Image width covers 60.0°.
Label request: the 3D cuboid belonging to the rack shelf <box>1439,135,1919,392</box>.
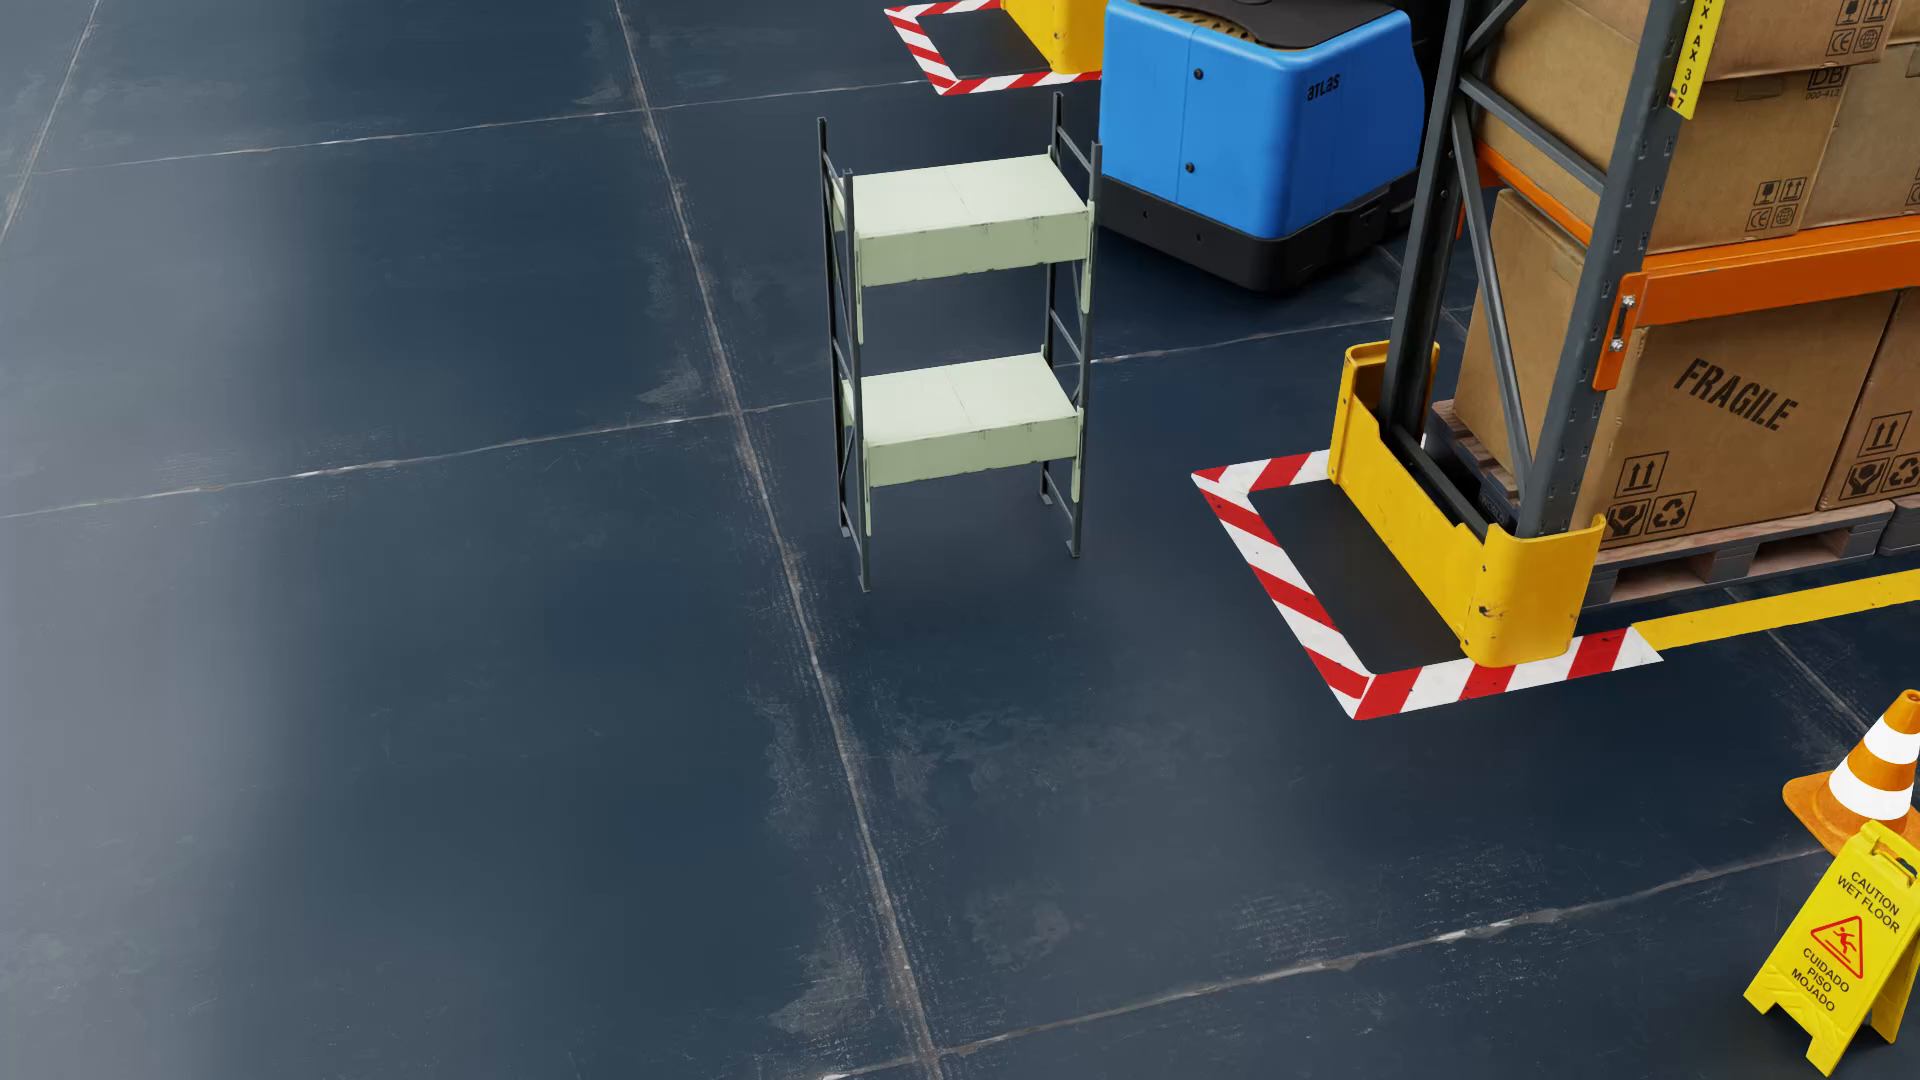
[{"bbox_3d":[3.597,-1.185,5.422,4.000,0.370,1.077,-9,38,-12],"label":"rack shelf"}]

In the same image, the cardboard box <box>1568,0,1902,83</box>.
[{"bbox_3d":[2.034,-1.678,4.463,0.550,0.550,0.875,-9,38,-12],"label":"cardboard box"}]

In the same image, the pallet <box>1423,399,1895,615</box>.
[{"bbox_3d":[2.418,-0.218,5.862,1.213,0.211,1.003,-9,38,-12],"label":"pallet"}]

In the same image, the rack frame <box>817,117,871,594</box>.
[{"bbox_3d":[-0.360,-0.537,5.217,0.023,1.500,0.400,-9,38,-12],"label":"rack frame"}]

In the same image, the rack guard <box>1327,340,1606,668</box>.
[{"bbox_3d":[1.643,-0.157,5.544,0.348,0.500,1.175,-9,38,-12],"label":"rack guard"}]

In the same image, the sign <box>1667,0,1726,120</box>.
[{"bbox_3d":[1.805,-1.202,4.075,0.005,0.325,0.100,-9,38,-12],"label":"sign"}]

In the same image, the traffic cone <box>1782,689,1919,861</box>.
[{"bbox_3d":[2.549,0.603,4.581,0.334,0.463,0.336,-9,38,-12],"label":"traffic cone"}]

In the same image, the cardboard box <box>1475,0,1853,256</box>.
[{"bbox_3d":[2.012,-1.298,4.855,0.550,0.550,0.875,-9,38,-12],"label":"cardboard box"}]

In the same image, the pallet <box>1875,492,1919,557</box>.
[{"bbox_3d":[3.593,-0.410,6.112,1.213,0.211,1.003,-9,38,-12],"label":"pallet"}]

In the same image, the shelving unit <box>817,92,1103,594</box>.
[{"bbox_3d":[-0.006,-0.595,5.293,0.755,1.500,0.431,-9,38,-12],"label":"shelving unit"}]

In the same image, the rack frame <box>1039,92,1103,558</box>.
[{"bbox_3d":[0.347,-0.653,5.369,0.023,1.500,0.400,-9,38,-12],"label":"rack frame"}]

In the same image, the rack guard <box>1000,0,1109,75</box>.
[{"bbox_3d":[0.544,-3.098,9.389,0.348,0.500,1.175,-9,38,-12],"label":"rack guard"}]

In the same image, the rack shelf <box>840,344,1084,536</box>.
[{"bbox_3d":[-0.006,-0.336,5.491,0.720,0.370,0.431,-9,38,-12],"label":"rack shelf"}]

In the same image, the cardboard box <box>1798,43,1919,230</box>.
[{"bbox_3d":[2.538,-1.398,4.986,0.550,0.550,0.875,-9,38,-12],"label":"cardboard box"}]

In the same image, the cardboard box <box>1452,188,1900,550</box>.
[{"bbox_3d":[2.304,-0.623,5.498,0.875,0.875,0.875,-9,38,-12],"label":"cardboard box"}]

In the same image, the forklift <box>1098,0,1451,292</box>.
[{"bbox_3d":[1.999,-2.993,7.251,3.031,2.935,1.130,-31,47,-34],"label":"forklift"}]

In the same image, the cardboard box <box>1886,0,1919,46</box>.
[{"bbox_3d":[2.541,-1.819,4.647,0.550,0.550,0.875,-9,38,-12],"label":"cardboard box"}]

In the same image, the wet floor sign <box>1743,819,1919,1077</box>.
[{"bbox_3d":[2.154,0.948,3.980,0.232,0.644,0.267,-16,40,-20],"label":"wet floor sign"}]

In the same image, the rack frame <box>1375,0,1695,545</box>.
[{"bbox_3d":[1.666,-1.154,4.789,0.127,3.000,1.000,-9,38,-12],"label":"rack frame"}]

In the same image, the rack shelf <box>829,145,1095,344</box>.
[{"bbox_3d":[-0.006,-0.905,5.056,0.720,0.370,0.431,-9,38,-12],"label":"rack shelf"}]

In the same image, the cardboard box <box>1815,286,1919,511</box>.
[{"bbox_3d":[3.152,-0.763,5.682,0.875,0.875,0.875,-10,39,-13],"label":"cardboard box"}]
